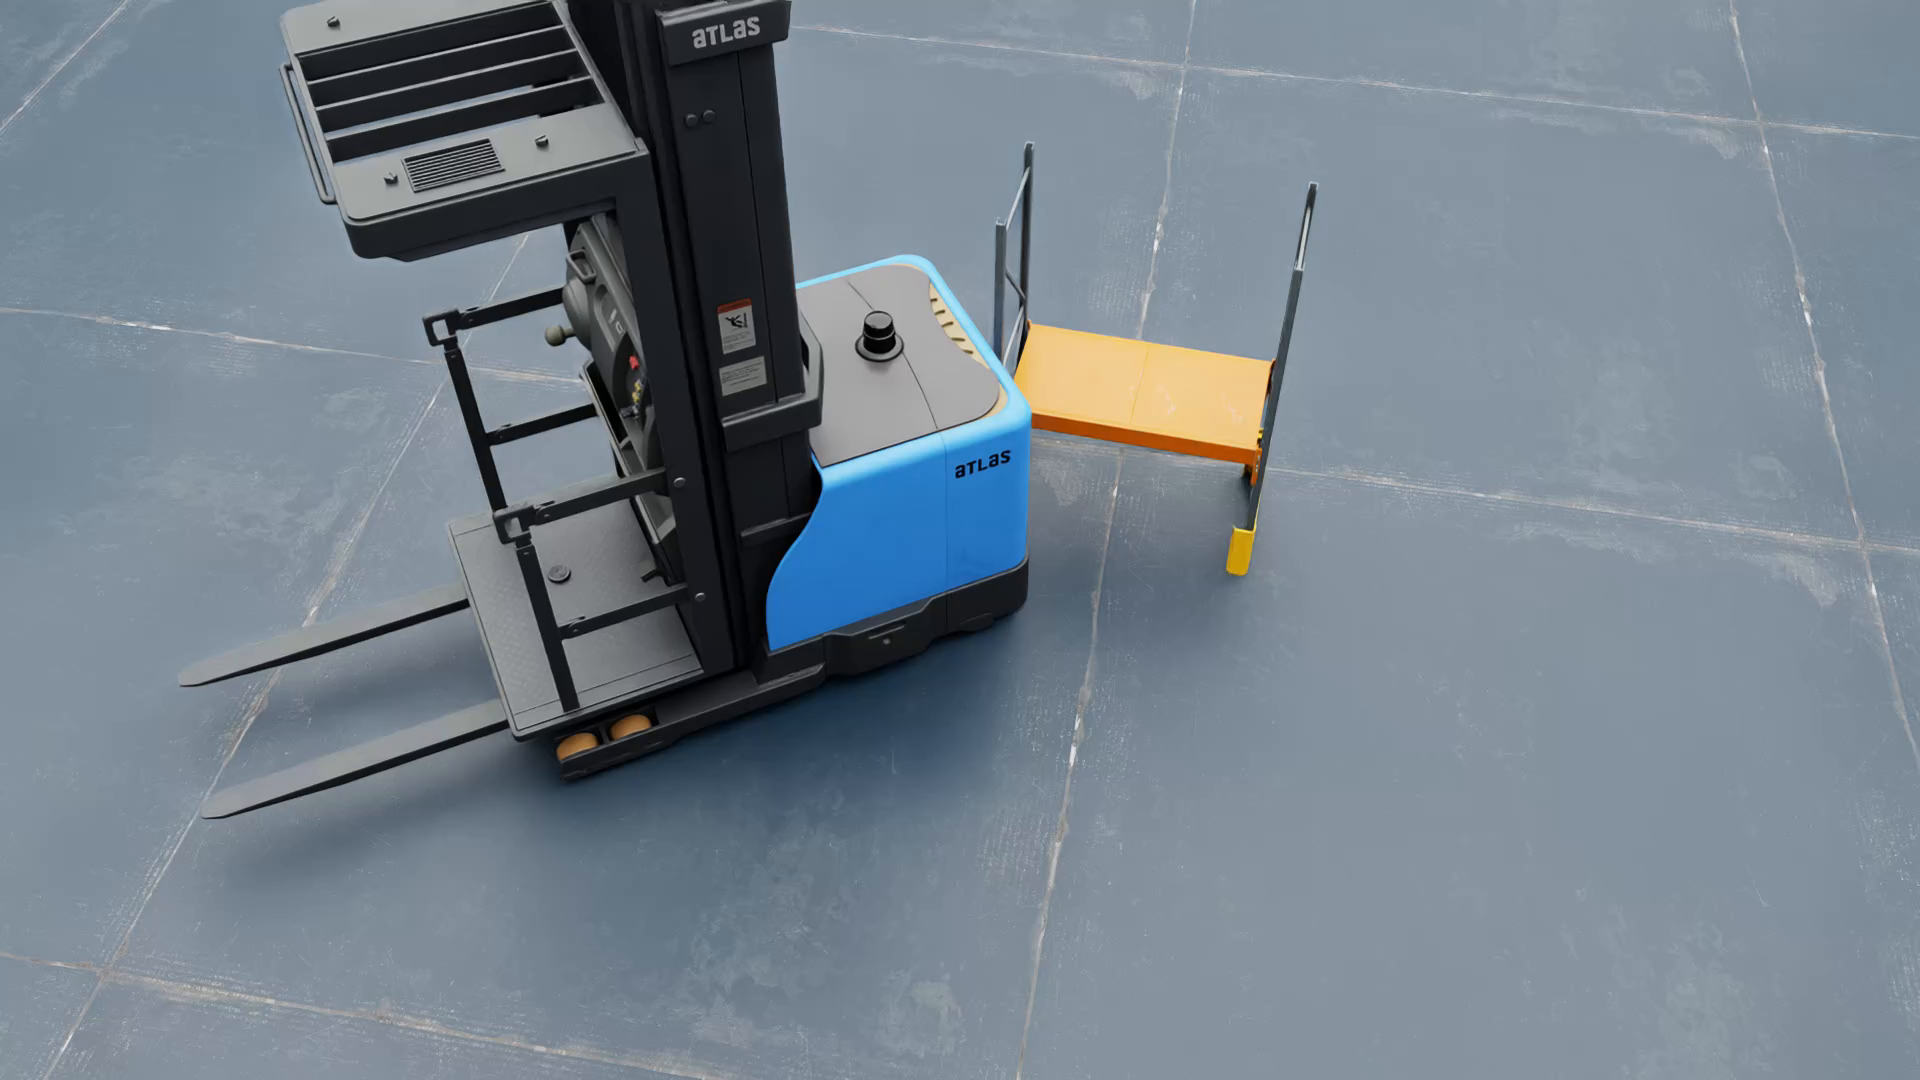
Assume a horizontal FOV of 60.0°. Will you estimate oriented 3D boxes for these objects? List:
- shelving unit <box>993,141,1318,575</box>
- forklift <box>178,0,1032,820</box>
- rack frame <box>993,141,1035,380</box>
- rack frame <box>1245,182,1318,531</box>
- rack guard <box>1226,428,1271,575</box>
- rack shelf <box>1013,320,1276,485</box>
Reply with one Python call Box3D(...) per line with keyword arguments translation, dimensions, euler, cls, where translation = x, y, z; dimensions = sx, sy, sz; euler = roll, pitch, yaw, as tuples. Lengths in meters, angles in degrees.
Box3D(translation=(0.681, -0.665, 6.311), dimensions=(1.083, 1.500, 0.587), euler=(10, 49, 9), cls="shelving unit")
Box3D(translation=(-1.300, -0.582, 5.275), dimensions=(3.031, 2.935, 1.130), euler=(-19, 51, -16), cls="forklift")
Box3D(translation=(0.196, -0.753, 6.391), dimensions=(0.032, 1.500, 0.500), euler=(10, 49, 9), cls="rack frame")
Box3D(translation=(1.183, -0.574, 6.229), dimensions=(0.032, 1.500, 0.500), euler=(10, 49, 9), cls="rack frame")
Box3D(translation=(1.164, -0.159, 6.697), dimensions=(0.087, 0.250, 0.587), euler=(10, 49, 9), cls="rack guard")
Box3D(translation=(0.689, -0.543, 6.444), dimensions=(1.000, 0.185, 0.538), euler=(10, 49, 9), cls="rack shelf")
